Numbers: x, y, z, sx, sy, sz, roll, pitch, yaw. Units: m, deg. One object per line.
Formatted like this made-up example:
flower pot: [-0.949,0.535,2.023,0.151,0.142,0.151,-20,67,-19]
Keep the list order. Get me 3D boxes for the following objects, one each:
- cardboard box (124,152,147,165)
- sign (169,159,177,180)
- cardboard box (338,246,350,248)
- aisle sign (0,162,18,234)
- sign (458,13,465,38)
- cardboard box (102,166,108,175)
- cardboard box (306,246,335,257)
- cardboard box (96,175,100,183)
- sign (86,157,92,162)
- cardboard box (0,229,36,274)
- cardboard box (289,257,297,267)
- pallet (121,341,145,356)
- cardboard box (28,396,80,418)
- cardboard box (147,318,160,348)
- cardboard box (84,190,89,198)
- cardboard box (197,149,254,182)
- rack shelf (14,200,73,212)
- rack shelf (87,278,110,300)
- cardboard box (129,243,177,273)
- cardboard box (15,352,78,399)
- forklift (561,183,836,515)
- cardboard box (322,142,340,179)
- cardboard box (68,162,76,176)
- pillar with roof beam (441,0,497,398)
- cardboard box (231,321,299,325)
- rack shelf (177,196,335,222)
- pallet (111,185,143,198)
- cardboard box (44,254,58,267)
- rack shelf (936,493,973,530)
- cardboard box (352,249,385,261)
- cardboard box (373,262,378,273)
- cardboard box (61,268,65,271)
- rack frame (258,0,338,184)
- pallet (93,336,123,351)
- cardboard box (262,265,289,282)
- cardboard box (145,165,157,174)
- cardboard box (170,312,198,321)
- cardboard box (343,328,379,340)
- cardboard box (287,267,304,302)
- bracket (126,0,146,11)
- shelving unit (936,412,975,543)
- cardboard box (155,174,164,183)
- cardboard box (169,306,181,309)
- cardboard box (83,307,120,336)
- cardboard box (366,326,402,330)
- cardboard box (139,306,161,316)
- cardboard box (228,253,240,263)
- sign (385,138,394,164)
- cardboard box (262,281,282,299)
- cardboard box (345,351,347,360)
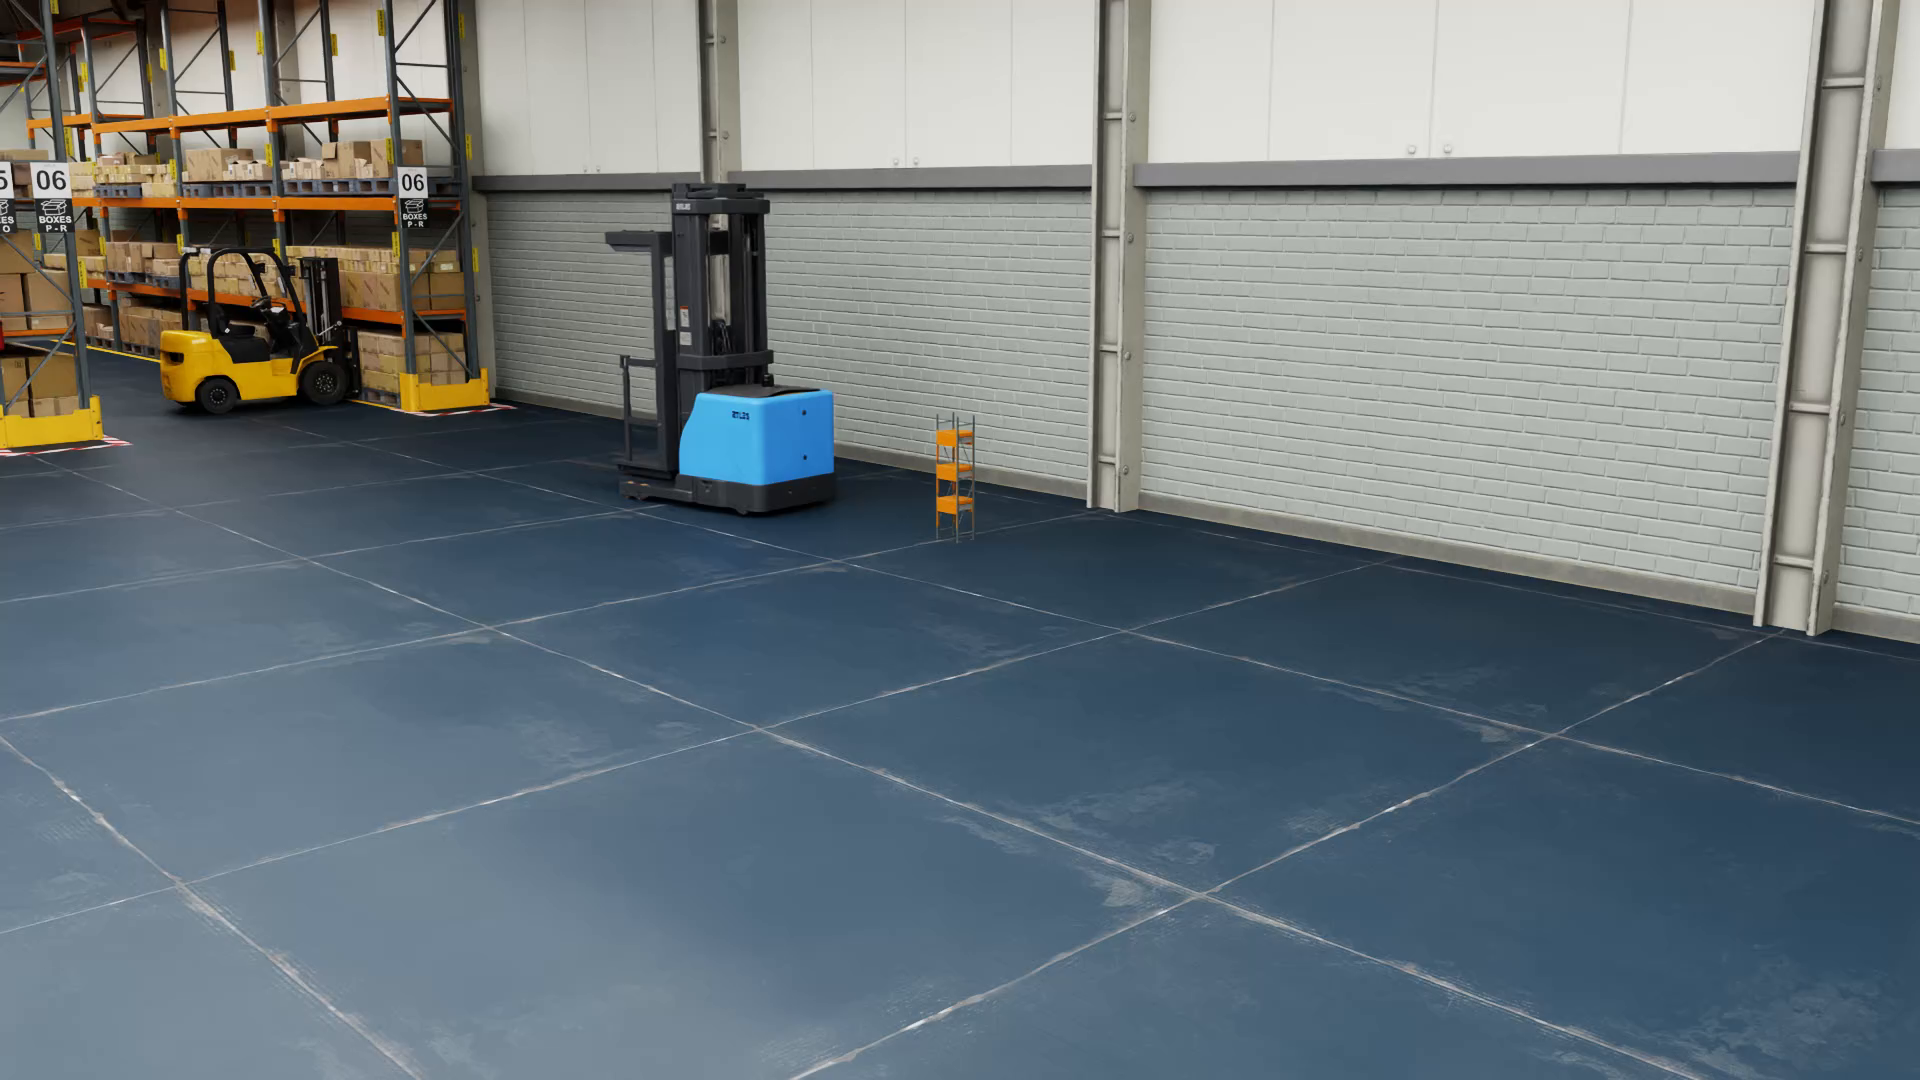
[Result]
cardboard box: [-15.067,-6.957,30.381,0.396,0.266,0.258,-11,16,-43]
sign: [-12.960,-6.106,27.400,0.100,0.325,0.005,-11,16,-43]
cardboard box: [-9.029,-4.304,24.775,0.380,0.149,0.250,-11,16,-43]
aisle sign: [-10.796,-3.823,18.591,0.394,0.787,0.004,-11,16,-43]
sign: [-6.636,-6.841,22.108,0.100,0.325,0.005,-11,16,-43]
cardboard box: [-15.204,-6.655,29.945,0.380,0.149,0.250,-11,16,-42]
cardboard box: [-9.370,-4.238,24.456,0.380,0.149,0.250,-11,16,-44]
cardboard box: [-15.410,-6.544,30.143,0.380,0.149,0.250,-11,16,-42]
sign: [-17.675,-7.604,33.756,0.100,0.325,0.005,-11,16,-43]
cardboard box: [-11.139,-3.328,19.166,0.500,0.500,0.700,11,16,44]
cardboard box: [-9.774,-4.159,24.807,0.380,0.149,0.250,-11,16,-43]
pallet: [-14.739,-3.563,30.684,1.003,0.211,1.213,-11,16,-43]
cardboard box: [-10.986,-1.614,20.087,0.500,0.250,0.500,-11,16,-43]
cardboard box: [-14.087,-3.696,29.570,0.500,0.500,0.500,11,16,43]
cardboard box: [-16.136,-6.477,31.103,0.380,0.149,0.250,-10,15,-41]
cardboard box: [-11.821,-6.032,26.787,0.700,0.500,0.500,-11,16,-44]
rack shelf: [-12.010,-4.008,20.280,1.077,0.370,4.000,-11,16,-43]
rack shelf: [-16.709,-4.982,32.443,1.077,0.370,4.000,-11,16,-43]
cardboard box: [-14.256,-5.005,29.484,0.700,0.500,0.500,-11,16,-43]
cardboard box: [-11.003,-1.985,20.027,0.500,0.500,0.500,11,16,43]
forklift: [-2.618,-1.878,15.762,3.031,2.935,1.130,9,15,38]
cardboard box: [-8.535,-5.350,23.470,0.797,0.503,0.637,-10,15,-41]
cardboard box: [-16.552,-7.017,31.498,0.500,0.250,0.500,-11,16,-42]
pillar with roof beam: [-9.984,-5.857,20.039,9.100,9.000,0.400,-11,16,-43]
cardboard box: [-11.223,-3.216,26.932,0.625,0.625,0.875,11,16,43]
rack shelf: [-11.185,-5.284,26.473,1.077,0.370,4.000,-11,16,-43]
pallet: [-14.210,-6.164,29.428,1.213,0.211,1.003,-11,16,-43]
cardboard box: [-17.972,-5.595,33.268,0.500,0.250,0.500,-11,16,-42]
rack shelf: [-0.037,-0.239,13.902,0.215,0.259,0.240,-11,16,-43]
cardboard box: [-8.212,-3.962,23.115,0.380,0.149,0.250,-10,16,-41]
cardboard box: [-7.816,-3.749,22.820,0.380,0.149,0.250,-11,16,-42]
cardboard box: [-17.516,-5.308,32.862,0.380,0.149,0.250,-10,15,-41]
rack frame: [-9.804,-6.813,24.681,1.000,3.000,0.127,-11,16,-43]
pallet: [-15.802,-3.777,31.722,1.003,0.211,1.213,-11,16,-43]
cardboard box: [-10.328,-4.082,25.426,0.500,0.250,0.500,-11,16,-44]
cardboard box: [-13.737,-6.357,28.548,0.380,0.149,0.250,-11,16,-44]
cardboard box: [-13.451,-3.875,28.832,0.250,0.149,0.380,11,16,43]
cardboard box: [-8.642,-2.885,23.775,0.500,0.250,0.500,-11,16,-44]
cardboard box: [-9.686,-3.823,24.785,0.500,0.500,0.500,11,16,44]
bracket: [-15.127,-9.861,30.554,0.235,0.232,0.430,-11,16,-43]
shelving unit: [-0.037,-0.522,13.843,0.215,1.050,0.252,-11,16,-43]
cardboard box: [-13.516,-6.181,28.427,0.380,0.149,0.250,-11,16,-43]
cardboard box: [-14.159,-4.175,30.288,0.380,0.149,0.250,-10,16,-41]
cardboard box: [-16.458,-4.224,32.132,0.500,0.500,0.700,11,16,43]
cardboard box: [-8.270,-2.959,24.136,0.500,0.250,0.500,-11,16,-44]
cardboard box: [-14.641,-4.149,30.161,0.380,0.149,0.250,-11,16,-44]
cardboard box: [-11.343,-4.471,26.323,0.250,0.149,0.380,11,16,44]
sign: [-7.443,-5.082,21.712,0.100,0.325,0.005,-11,16,-43]
cardboard box: [-10.341,-3.839,25.482,0.500,0.250,0.500,-10,16,-41]
cardboard box: [-8.657,-2.643,23.842,0.500,0.250,0.500,-11,16,-43]
